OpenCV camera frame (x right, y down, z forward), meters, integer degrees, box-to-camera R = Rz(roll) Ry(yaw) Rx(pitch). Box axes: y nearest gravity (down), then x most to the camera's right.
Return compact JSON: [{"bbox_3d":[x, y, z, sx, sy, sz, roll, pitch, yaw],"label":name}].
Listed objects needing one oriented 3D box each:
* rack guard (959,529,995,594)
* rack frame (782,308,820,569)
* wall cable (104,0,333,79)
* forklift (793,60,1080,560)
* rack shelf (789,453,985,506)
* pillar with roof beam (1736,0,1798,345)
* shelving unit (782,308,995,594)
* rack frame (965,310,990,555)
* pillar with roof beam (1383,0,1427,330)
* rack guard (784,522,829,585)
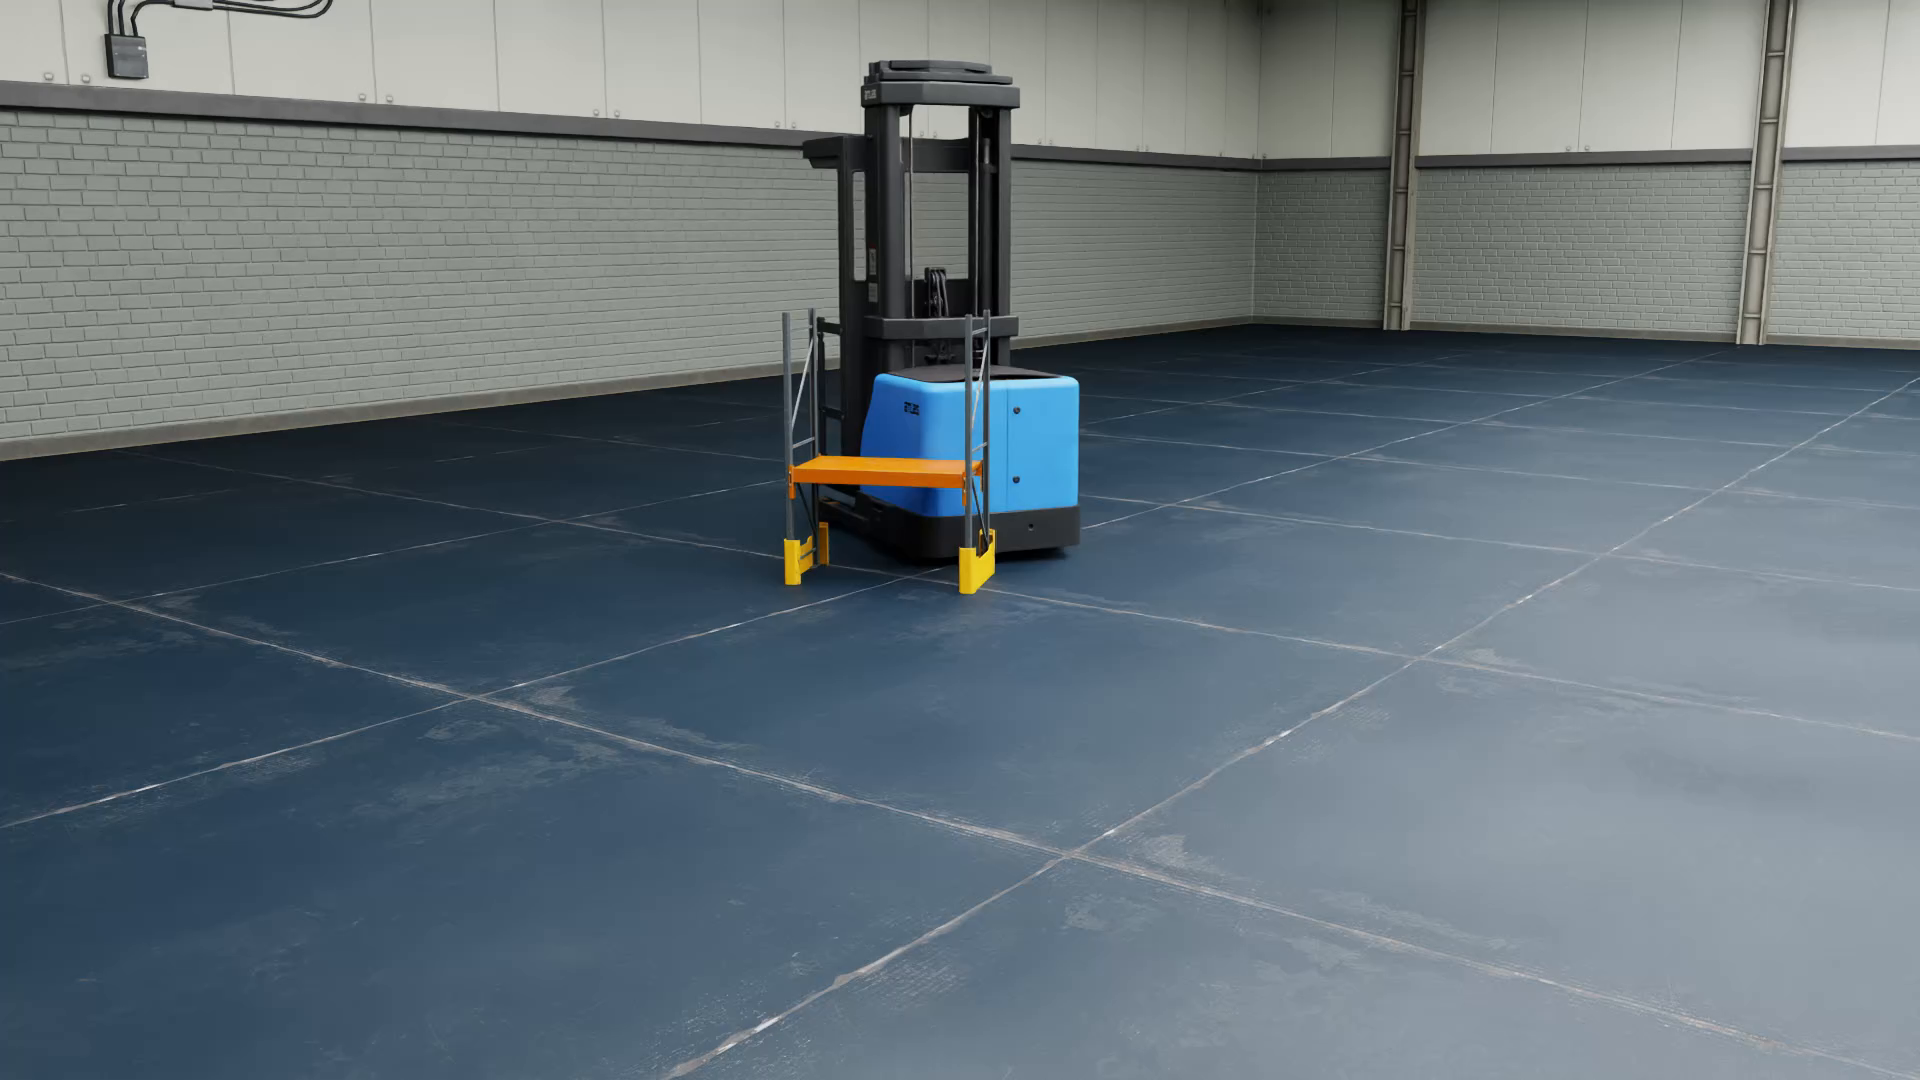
[{"bbox_3d":[0.096,0.115,9.277,0.087,0.250,0.587,3,11,13],"label":"rack guard"},{"bbox_3d":[-0.893,-0.542,9.383,0.032,1.500,0.500,3,11,13],"label":"rack frame"},{"bbox_3d":[-6.604,-7.110,14.634,0.169,6.003,2.305,8,13,36],"label":"wall cable"},{"bbox_3d":[-0.357,-1.560,10.875,1.130,2.935,3.031,-5,12,-24],"label":"forklift"},{"bbox_3d":[-0.398,-0.344,9.305,1.000,0.185,0.538,3,11,13],"label":"rack shelf"},{"bbox_3d":[10.289,-6.943,22.729,0.400,9.000,9.100,8,13,36],"label":"pillar with roof beam"},{"bbox_3d":[-0.389,-0.520,9.269,1.083,1.500,0.587,3,11,13],"label":"shelving unit"},{"bbox_3d":[0.098,-0.499,9.158,0.032,1.500,0.500,3,11,13],"label":"rack frame"},{"bbox_3d":[5.453,-7.618,26.216,0.400,9.000,9.100,8,13,36],"label":"pillar with roof beam"},{"bbox_3d":[-0.874,0.072,9.498,0.087,0.250,0.587,3,11,13],"label":"rack guard"}]
